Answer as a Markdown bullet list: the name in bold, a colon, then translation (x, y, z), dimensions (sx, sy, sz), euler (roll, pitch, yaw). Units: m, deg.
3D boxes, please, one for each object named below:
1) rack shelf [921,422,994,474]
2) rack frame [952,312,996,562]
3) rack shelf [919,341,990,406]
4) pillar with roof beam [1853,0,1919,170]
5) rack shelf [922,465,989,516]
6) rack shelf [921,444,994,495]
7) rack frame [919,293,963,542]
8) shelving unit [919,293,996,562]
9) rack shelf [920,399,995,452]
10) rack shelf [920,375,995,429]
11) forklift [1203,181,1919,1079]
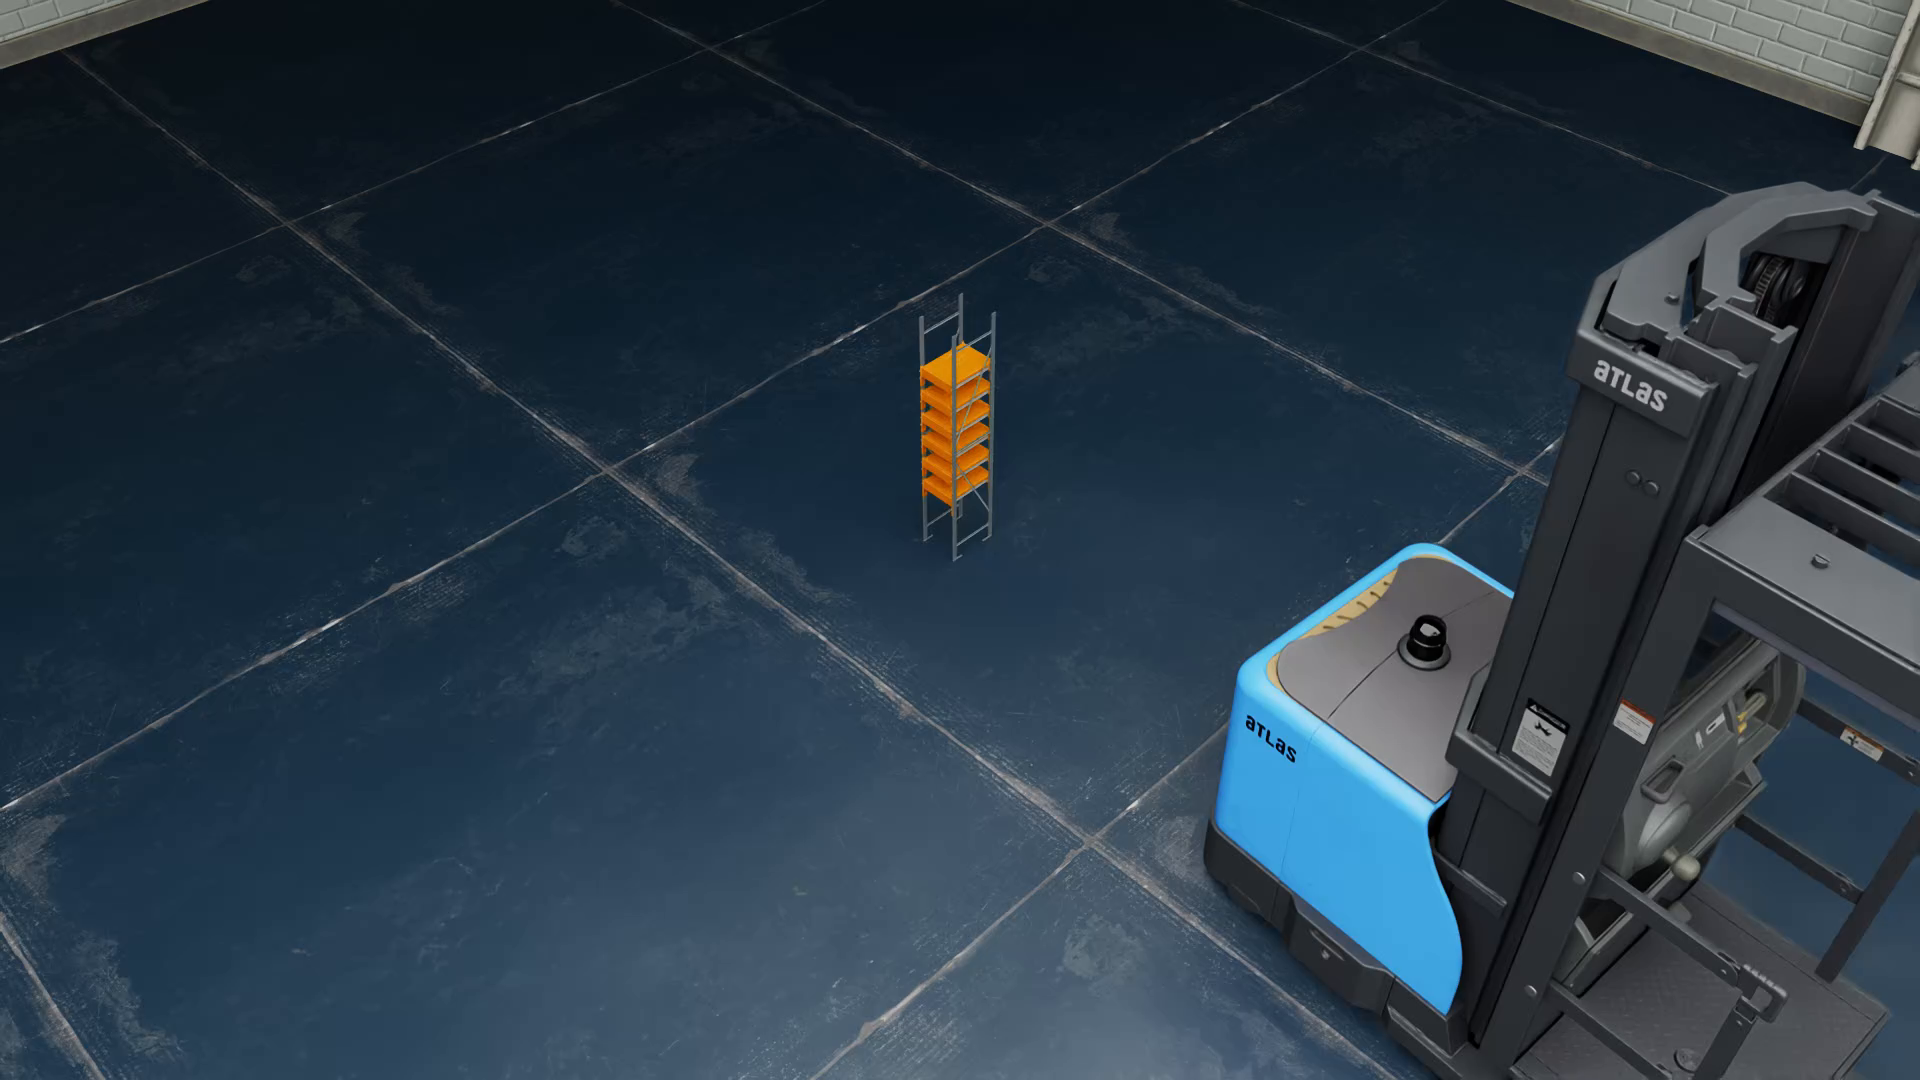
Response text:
- **rack shelf**: translation (-0.010, -0.415, 6.998), dimensions (0.258, 0.103, 0.180), euler (-34, 53, -31)
- **rack frame**: translation (0.054, -0.404, 6.920), dimensions (0.240, 1.200, 0.006), euler (-34, 53, -31)
- **rack shelf**: translation (-0.010, -0.679, 6.754), dimensions (0.258, 0.103, 0.180), euler (-34, 53, -31)
- **pillar with roof beam**: translation (2.516, -3.563, 4.593), dimensions (9.100, 9.000, 0.400), euler (-34, 53, -31)
- **rack shelf**: translation (-0.010, -0.239, 7.161), dimensions (0.258, 0.103, 0.180), euler (-34, 53, -31)
- **rack shelf**: translation (-0.010, -0.327, 7.079), dimensions (0.258, 0.103, 0.180), euler (-34, 53, -31)
- **rack frame**: translation (-0.075, -0.492, 7.015), dimensions (0.240, 1.200, 0.006), euler (-34, 53, -31)
- **shelving unit**: translation (-0.010, -0.448, 6.968), dimensions (0.258, 1.200, 0.189), euler (-34, 53, -31)
- **rack shelf**: translation (-0.010, -0.503, 6.916), dimensions (0.258, 0.103, 0.180), euler (-34, 53, -31)
- **rack shelf**: translation (-0.010, -0.591, 6.835), dimensions (0.258, 0.103, 0.180), euler (-34, 53, -31)
- **forklift**: translation (2.223, 0.667, 4.486), dimensions (1.130, 2.935, 3.031), euler (-30, 51, -29)
